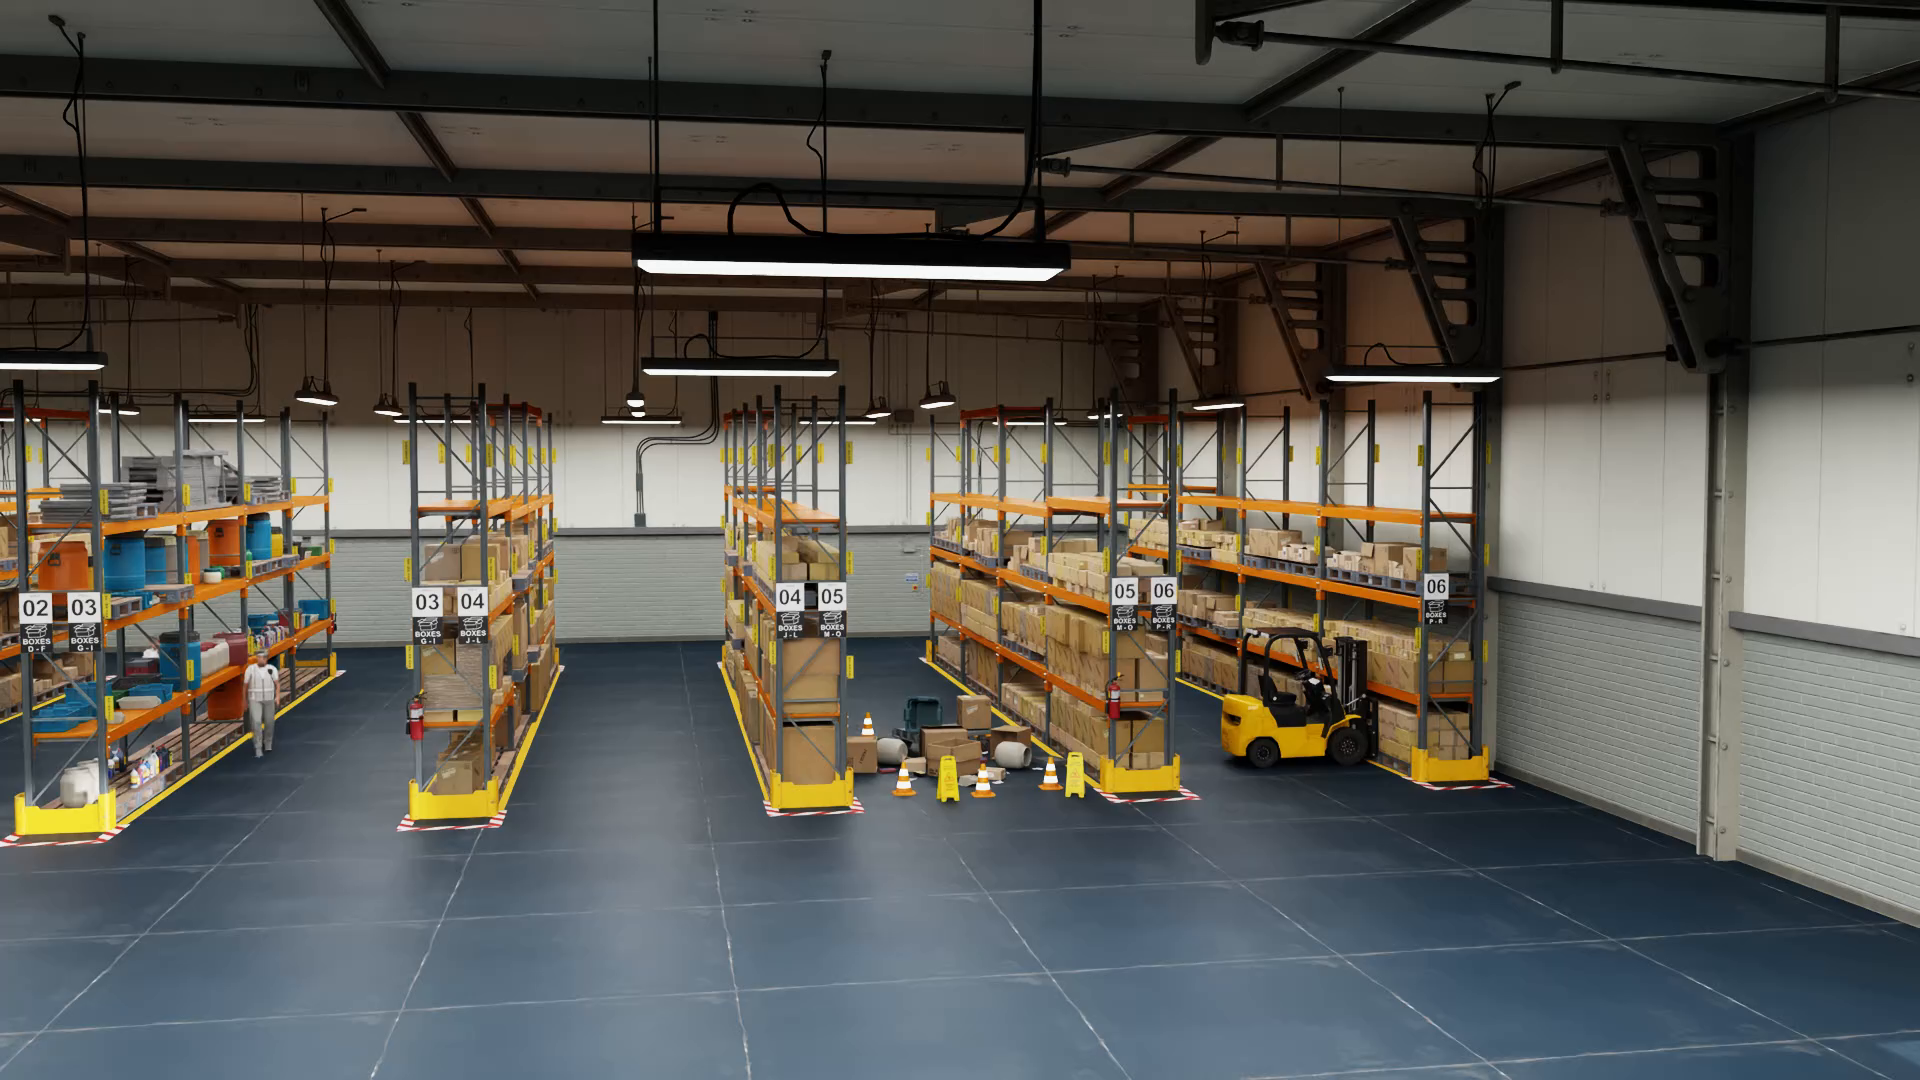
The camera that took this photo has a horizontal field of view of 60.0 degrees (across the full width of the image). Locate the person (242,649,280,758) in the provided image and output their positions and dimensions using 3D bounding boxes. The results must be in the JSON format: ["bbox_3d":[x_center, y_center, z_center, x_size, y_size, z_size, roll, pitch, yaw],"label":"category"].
[{"bbox_3d":[-11.708,2.729,27.970,0.566,1.764,0.780,-2,4,-35],"label":"person"}]

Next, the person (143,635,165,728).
[{"bbox_3d":[-14.994,2.617,30.947,0.516,1.672,0.704,-1,3,-19],"label":"person"}]
